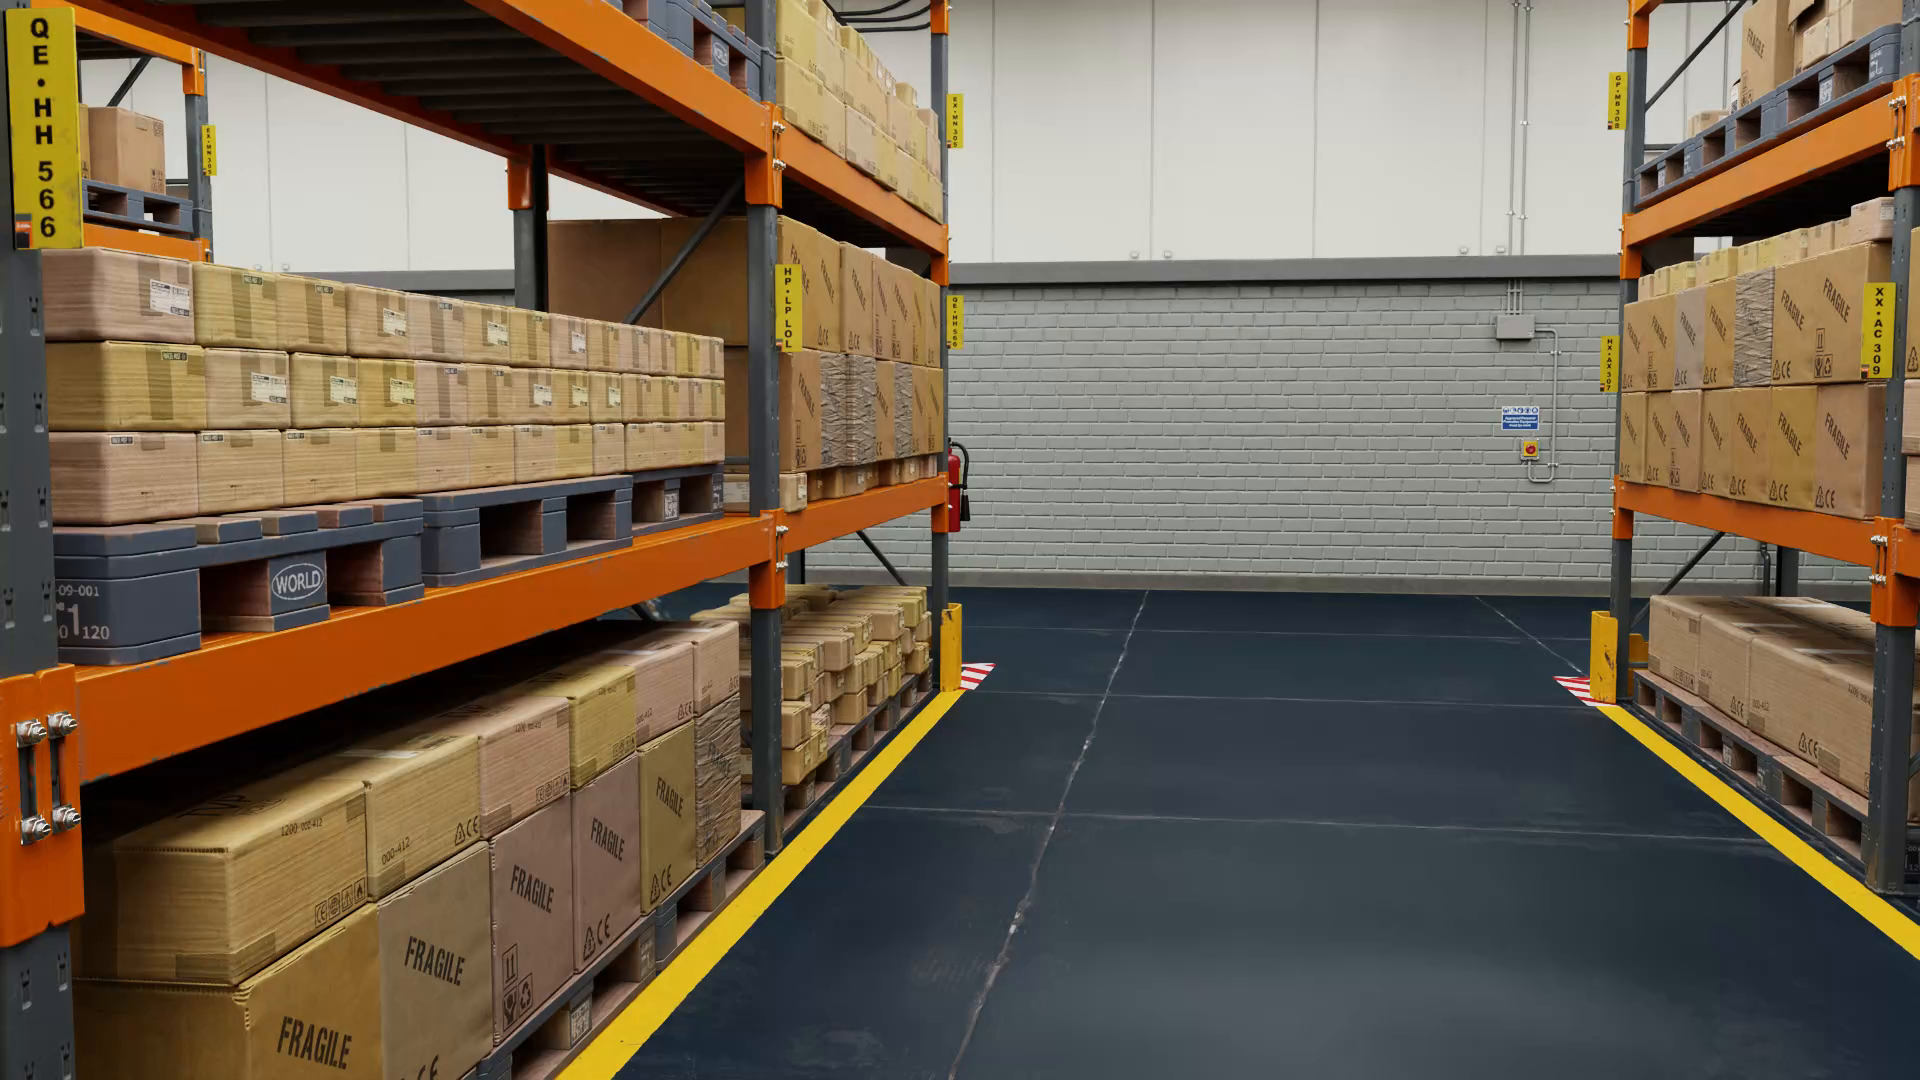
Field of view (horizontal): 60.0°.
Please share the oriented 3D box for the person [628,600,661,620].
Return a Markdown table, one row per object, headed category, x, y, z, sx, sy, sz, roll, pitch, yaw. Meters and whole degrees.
| category | x | y | z | sx | sy | sz | roll | pitch | yaw |
| --- | --- | --- | --- | --- | --- | --- | --- | --- | --- |
| person | -2.193 | -0.071 | 11.121 | 0.456 | 1.768 | 0.647 | -3 | 6 | -38 |
